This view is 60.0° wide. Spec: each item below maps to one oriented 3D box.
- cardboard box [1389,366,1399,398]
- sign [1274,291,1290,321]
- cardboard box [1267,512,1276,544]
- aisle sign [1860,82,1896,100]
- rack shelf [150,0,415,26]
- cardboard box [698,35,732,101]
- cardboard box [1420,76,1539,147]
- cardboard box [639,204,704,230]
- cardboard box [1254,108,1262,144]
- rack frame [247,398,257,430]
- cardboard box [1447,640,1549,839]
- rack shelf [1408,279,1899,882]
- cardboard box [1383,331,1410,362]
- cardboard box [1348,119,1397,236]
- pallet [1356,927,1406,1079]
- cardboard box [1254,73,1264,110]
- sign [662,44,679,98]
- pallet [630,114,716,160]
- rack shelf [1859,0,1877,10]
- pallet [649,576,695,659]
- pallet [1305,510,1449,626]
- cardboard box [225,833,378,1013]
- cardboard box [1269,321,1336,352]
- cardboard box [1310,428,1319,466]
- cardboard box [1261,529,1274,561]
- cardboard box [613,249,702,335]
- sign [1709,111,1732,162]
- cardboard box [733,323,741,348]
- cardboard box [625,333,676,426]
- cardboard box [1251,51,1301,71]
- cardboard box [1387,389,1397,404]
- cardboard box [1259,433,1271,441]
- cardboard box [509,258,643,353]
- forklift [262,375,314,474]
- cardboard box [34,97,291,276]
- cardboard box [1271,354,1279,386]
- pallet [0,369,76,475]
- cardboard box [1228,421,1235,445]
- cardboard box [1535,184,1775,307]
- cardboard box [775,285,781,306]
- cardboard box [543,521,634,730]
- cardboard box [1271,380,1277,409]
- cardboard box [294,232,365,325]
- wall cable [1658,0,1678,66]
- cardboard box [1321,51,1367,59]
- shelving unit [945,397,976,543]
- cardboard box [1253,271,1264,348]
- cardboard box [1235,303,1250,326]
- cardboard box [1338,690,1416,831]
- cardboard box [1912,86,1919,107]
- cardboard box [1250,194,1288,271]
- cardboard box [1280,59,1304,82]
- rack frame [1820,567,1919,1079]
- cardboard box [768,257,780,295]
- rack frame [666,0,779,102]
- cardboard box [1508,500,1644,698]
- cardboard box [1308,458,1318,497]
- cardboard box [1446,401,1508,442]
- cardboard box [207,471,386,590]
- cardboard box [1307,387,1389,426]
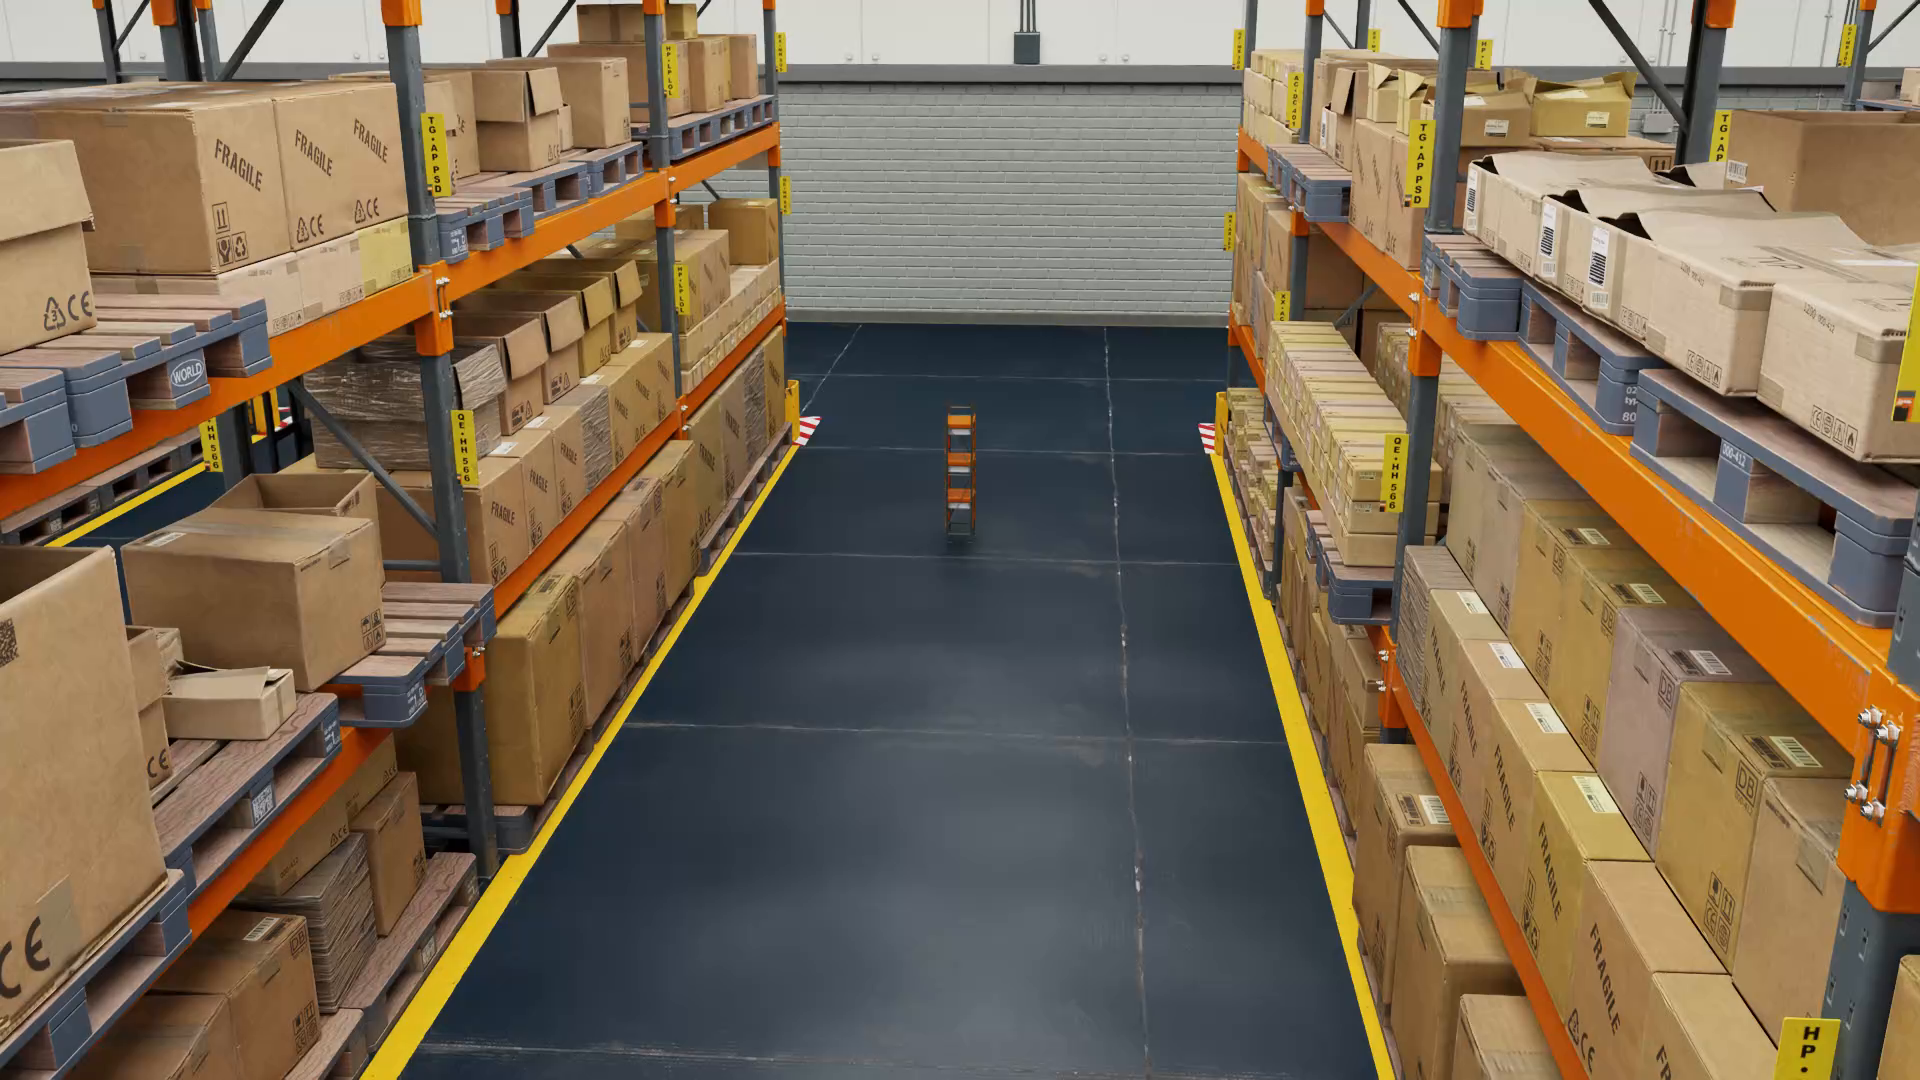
[{"bbox_3d":[2.708,-0.923,9.673,0.380,0.149,0.250,2,18,6],"label":"cardboard box"},{"bbox_3d":[2.037,-1.409,10.515,0.100,0.325,0.005,1,18,4],"label":"sign"},{"bbox_3d":[2.284,-0.079,11.273,0.380,0.149,0.250,2,18,5],"label":"cardboard box"},{"bbox_3d":[7.526,-3.415,13.854,0.394,0.787,0.004,1,18,4],"label":"aisle sign"},{"bbox_3d":[-2.792,-1.585,4.607,1.077,0.370,4.000,1,18,4],"label":"rack shelf"},{"bbox_3d":[-2.219,-3.758,13.260,0.700,0.500,0.500,1,18,2],"label":"cardboard box"},{"bbox_3d":[2.062,-1.714,6.629,0.396,0.266,0.258,1,18,4],"label":"cardboard box"},{"bbox_3d":[-2.414,-2.500,13.795,0.500,0.500,0.500,1,18,3],"label":"cardboard box"},{"bbox_3d":[2.512,-3.127,12.572,0.500,0.250,0.500,1,18,2],"label":"cardboard box"},{"bbox_3d":[-7.015,-2.483,15.183,1.000,3.000,0.127,1,18,4],"label":"rack frame"},{"bbox_3d":[1.920,0.655,5.446,0.500,0.500,0.500,1,18,4],"label":"cardboard box"},{"bbox_3d":[2.148,-0.208,4.578,1.077,0.370,4.000,1,18,4],"label":"rack shelf"},{"bbox_3d":[2.726,-1.138,9.853,0.380,0.149,0.250,1,18,2],"label":"cardboard box"},{"bbox_3d":[2.142,-1.712,7.854,0.500,0.500,0.500,1,18,4],"label":"cardboard box"},{"bbox_3d":[2.160,1.823,6.521,1.003,0.211,1.213,1,18,4],"label":"pallet"},{"bbox_3d":[2.490,-3.373,12.519,0.500,0.250,0.500,1,18,5],"label":"cardboard box"},{"bbox_3d":[-1.820,-2.942,10.430,0.100,0.325,0.005,1,18,4],"label":"sign"},{"bbox_3d":[-2.292,-2.767,11.376,1.003,0.211,1.213,1,18,4],"label":"pallet"},{"bbox_3d":[7.666,-3.849,11.515,1.077,0.370,4.000,1,18,4],"label":"rack shelf"},{"bbox_3d":[-2.342,0.436,10.752,1.003,0.211,1.213,1,18,4],"label":"pallet"},{"bbox_3d":[2.237,0.122,7.542,1.213,0.211,1.003,1,18,4],"label":"pallet"},{"bbox_3d":[-2.703,1.472,6.421,0.700,0.500,0.500,0,18,-1],"label":"cardboard box"},{"bbox_3d":[2.091,-1.239,10.160,0.380,0.149,0.250,2,18,7],"label":"cardboard box"},{"bbox_3d":[1.945,-0.450,8.231,0.380,0.149,0.250,1,18,4],"label":"cardboard box"},{"bbox_3d":[2.267,0.038,11.394,0.380,0.149,0.250,2,18,5],"label":"cardboard box"},{"bbox_3d":[-2.072,-1.699,11.351,0.500,0.500,0.500,1,18,4],"label":"cardboard box"},{"bbox_3d":[2.845,-1.439,6.224,0.100,0.325,0.005,1,18,4],"label":"sign"},{"bbox_3d":[-1.898,-1.579,12.829,0.380,0.149,0.250,1,18,2],"label":"cardboard box"},{"bbox_3d":[-2.123,-1.026,10.577,0.500,0.500,0.500,1,18,4],"label":"cardboard box"},{"bbox_3d":[2.486,-3.754,13.044,0.380,0.149,0.250,1,18,4],"label":"cardboard box"},{"bbox_3d":[2.710,-0.782,9.722,0.380,0.149,0.250,1,18,4],"label":"cardboard box"},{"bbox_3d":[2.492,-0.713,12.731,0.380,0.149,0.250,1,18,4],"label":"cardboard box"},{"bbox_3d":[-2.399,-1.456,10.277,0.797,0.503,0.637,1,18,2],"label":"cardboard box"},{"bbox_3d":[-4.576,-1.498,12.288,1.130,2.935,3.031,1,18,2],"label":"forklift"},{"bbox_3d":[-2.510,-1.131,5.278,0.500,0.500,0.500,2,18,5],"label":"cardboard box"},{"bbox_3d":[2.075,-1.017,9.960,0.380,0.149,0.250,1,18,3],"label":"cardboard box"},{"bbox_3d":[-2.785,-0.171,3.612,1.213,0.211,1.003,1,18,4],"label":"pallet"},{"bbox_3d":[2.508,-0.919,14.316,0.380,0.149,0.250,2,18,5],"label":"cardboard box"},{"bbox_3d":[1.948,-0.841,4.662,0.500,0.311,0.500,1,18,3],"label":"cardboard box"},{"bbox_3d":[-1.772,-2.135,14.525,0.380,0.149,0.250,2,18,5],"label":"cardboard box"},{"bbox_3d":[-2.506,0.432,9.025,1.225,0.875,0.875,1,18,4],"label":"cardboard box"},{"bbox_3d":[2.077,-0.870,9.989,0.380,0.149,0.250,2,18,5],"label":"cardboard box"},{"bbox_3d":[-2.460,-0.934,5.881,0.500,0.250,0.500,1,18,4],"label":"cardboard box"},{"bbox_3d":[7.937,-6.775,18.647,0.463,3.000,0.029,1,18,4],"label":"wall cable"},{"bbox_3d":[3.001,-3.747,13.023,0.380,0.149,0.250,1,18,2],"label":"cardboard box"},{"bbox_3d":[0.004,-0.516,12.310,0.215,1.050,0.252,1,18,4],"label":"shelving unit"},{"bbox_3d":[2.407,-1.649,12.000,0.500,0.500,0.500,1,18,4],"label":"cardboard box"},{"bbox_3d":[2.465,-1.855,13.671,0.380,0.149,0.250,1,18,2],"label":"cardboard box"},{"bbox_3d":[2.078,1.033,7.795,0.500,0.500,0.500,1,18,4],"label":"cardboard box"},{"bbox_3d":[7.502,-3.371,12.646,0.380,0.149,0.250,2,18,6],"label":"cardboard box"},{"bbox_3d":[2.446,-2.284,12.333,0.500,0.500,0.500,1,18,2],"label":"cardboard box"},{"bbox_3d":[2.395,-3.196,11.341,0.380,0.149,0.250,1,18,2],"label":"cardboard box"},{"bbox_3d":[2.005,1.497,3.038,1.000,3.000,0.127,1,18,4],"label":"rack frame"},{"bbox_3d":[-1.845,-2.286,14.345,0.500,0.250,0.500,1,18,3],"label":"cardboard box"},{"bbox_3d":[-2.075,-5.223,13.911,1.000,3.000,0.127,1,18,4],"label":"rack frame"},{"bbox_3d":[2.180,0.187,5.267,0.700,0.500,0.500,1,18,3],"label":"cardboard box"},{"bbox_3d":[1.945,-0.307,8.272,0.380,0.149,0.250,0,18,1],"label":"cardboard box"},{"bbox_3d":[2.594,-0.574,8.130,0.380,0.149,0.250,2,18,6],"label":"cardboard box"},{"bbox_3d":[-2.647,0.034,6.667,0.500,0.500,0.500,-1,18,-3],"label":"cardboard box"},{"bbox_3d":[1.965,-0.672,8.432,0.380,0.149,0.250,2,18,7],"label":"cardboard box"}]
